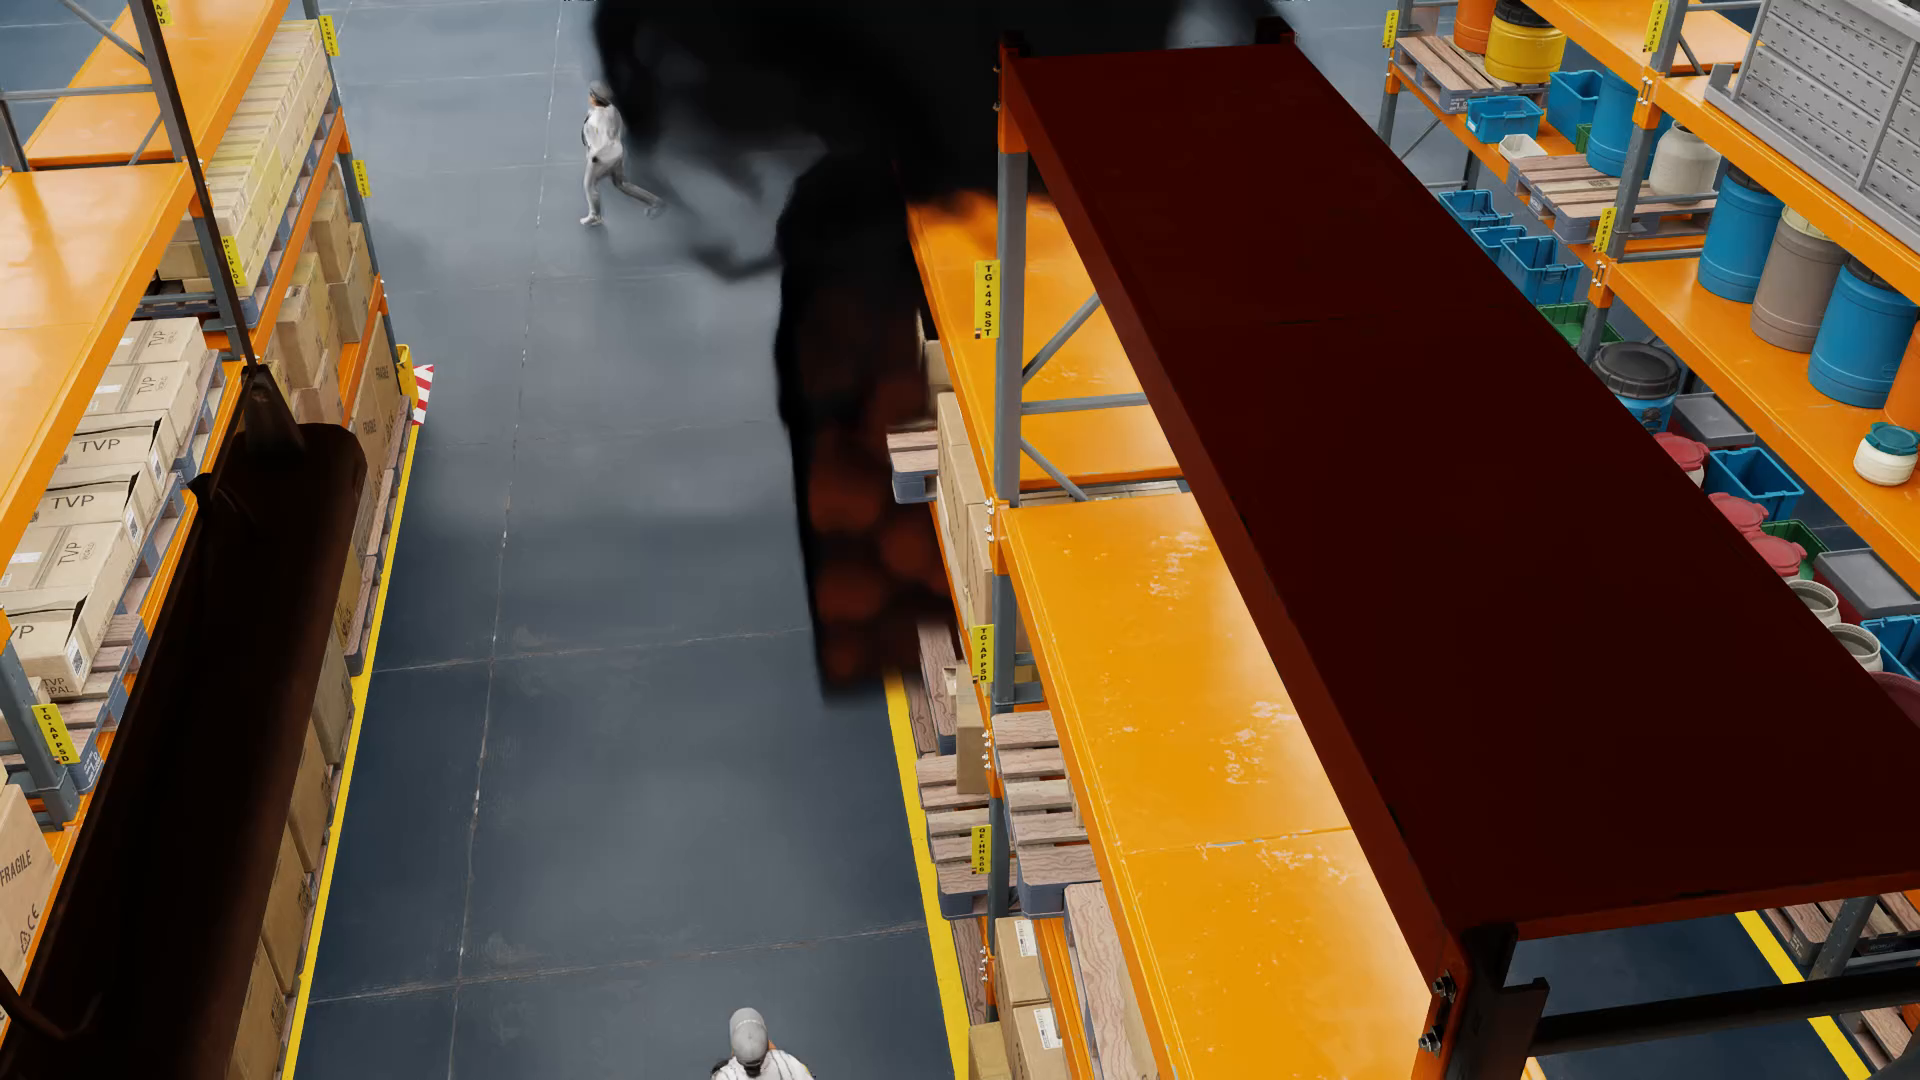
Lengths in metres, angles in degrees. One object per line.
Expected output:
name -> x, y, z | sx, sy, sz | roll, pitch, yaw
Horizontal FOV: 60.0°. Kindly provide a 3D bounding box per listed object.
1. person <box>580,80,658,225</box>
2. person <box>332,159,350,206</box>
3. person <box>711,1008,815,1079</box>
person -> -3.708, -4.044, 17.592 | 0.976, 1.687, 0.597 | 17, 39, 21
person -> -7.002, -4.390, 17.950 | 1.016, 1.783, 0.686 | 21, 41, 26
person -> -0.963, 2.911, 8.067 | 0.604, 1.688, 0.893 | -8, 37, -11
